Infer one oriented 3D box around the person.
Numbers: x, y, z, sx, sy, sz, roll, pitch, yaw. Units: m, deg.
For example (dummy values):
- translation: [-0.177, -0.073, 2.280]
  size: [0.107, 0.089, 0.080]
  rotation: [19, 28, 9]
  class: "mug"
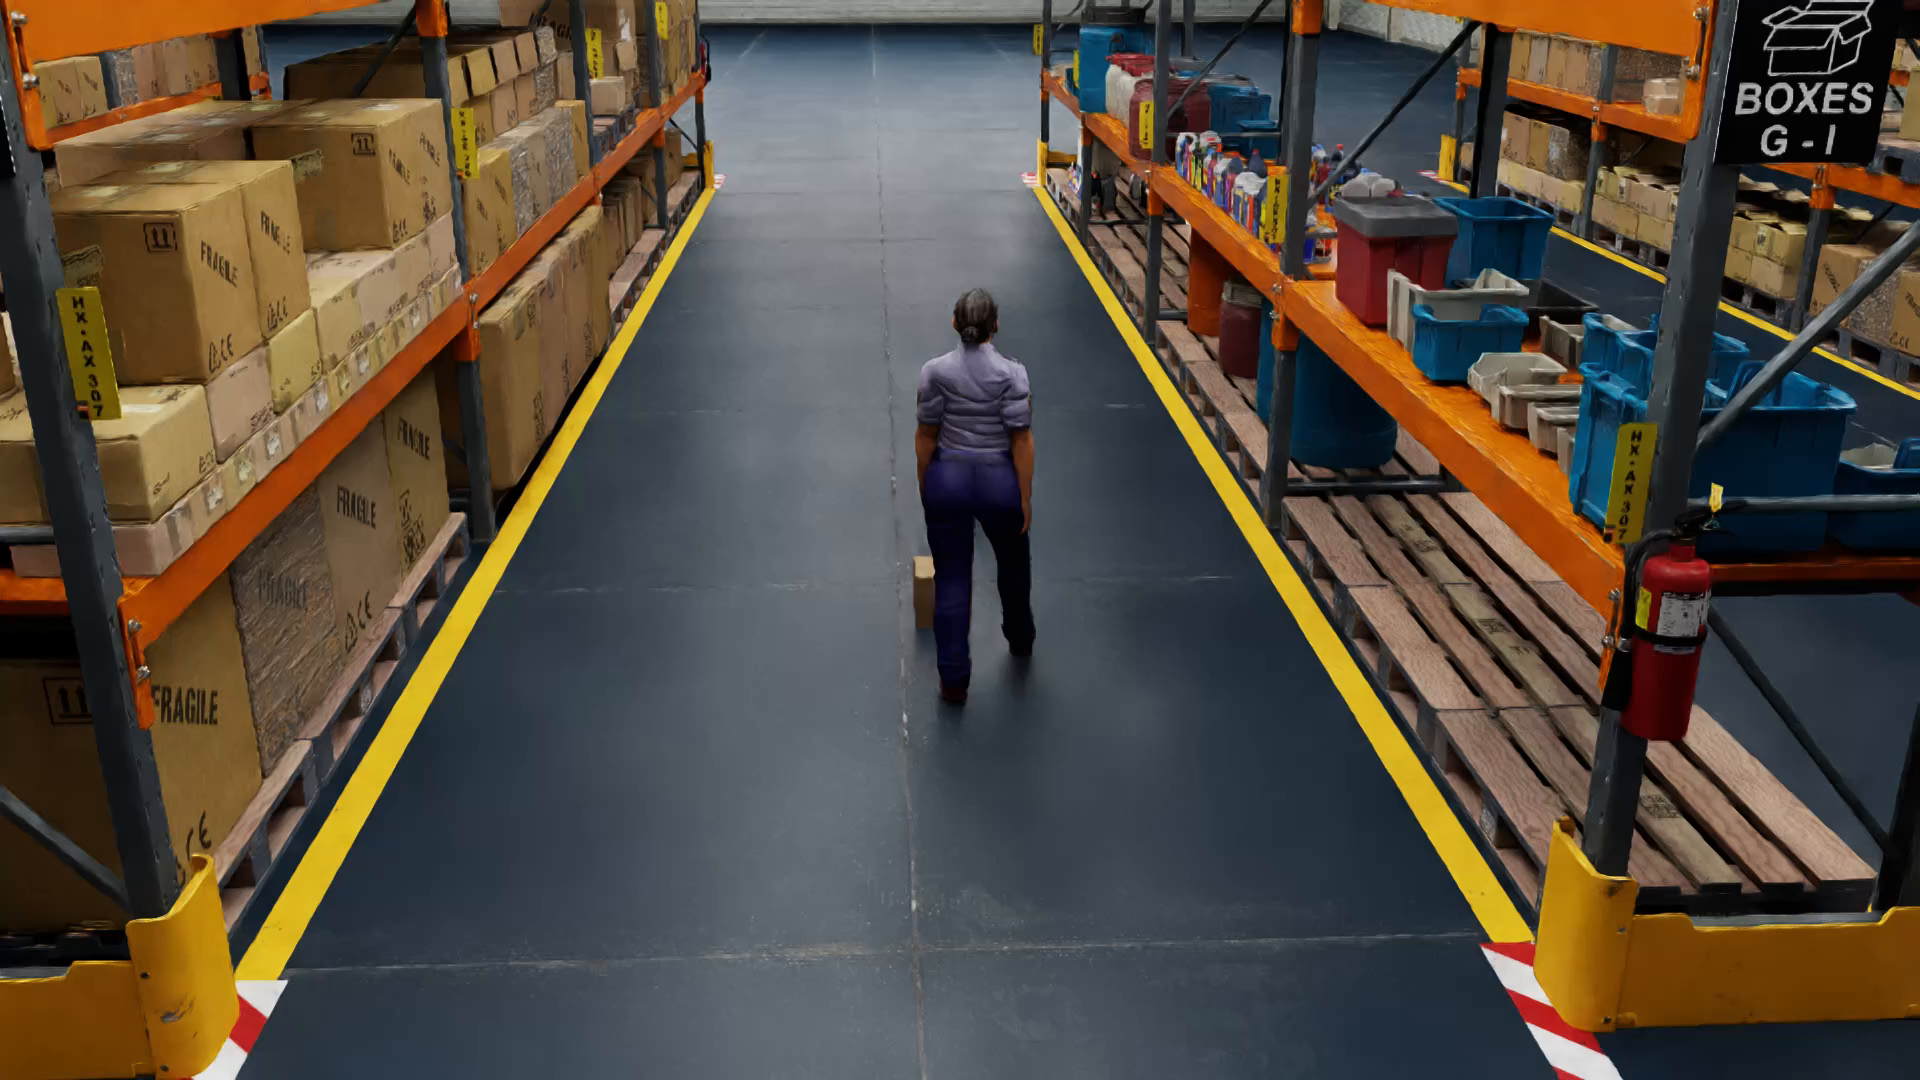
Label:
- translation: [0.070, -0.226, 6.693]
  size: [0.478, 1.634, 0.751]
  rotation: [1, 21, 4]
  class: "person"
